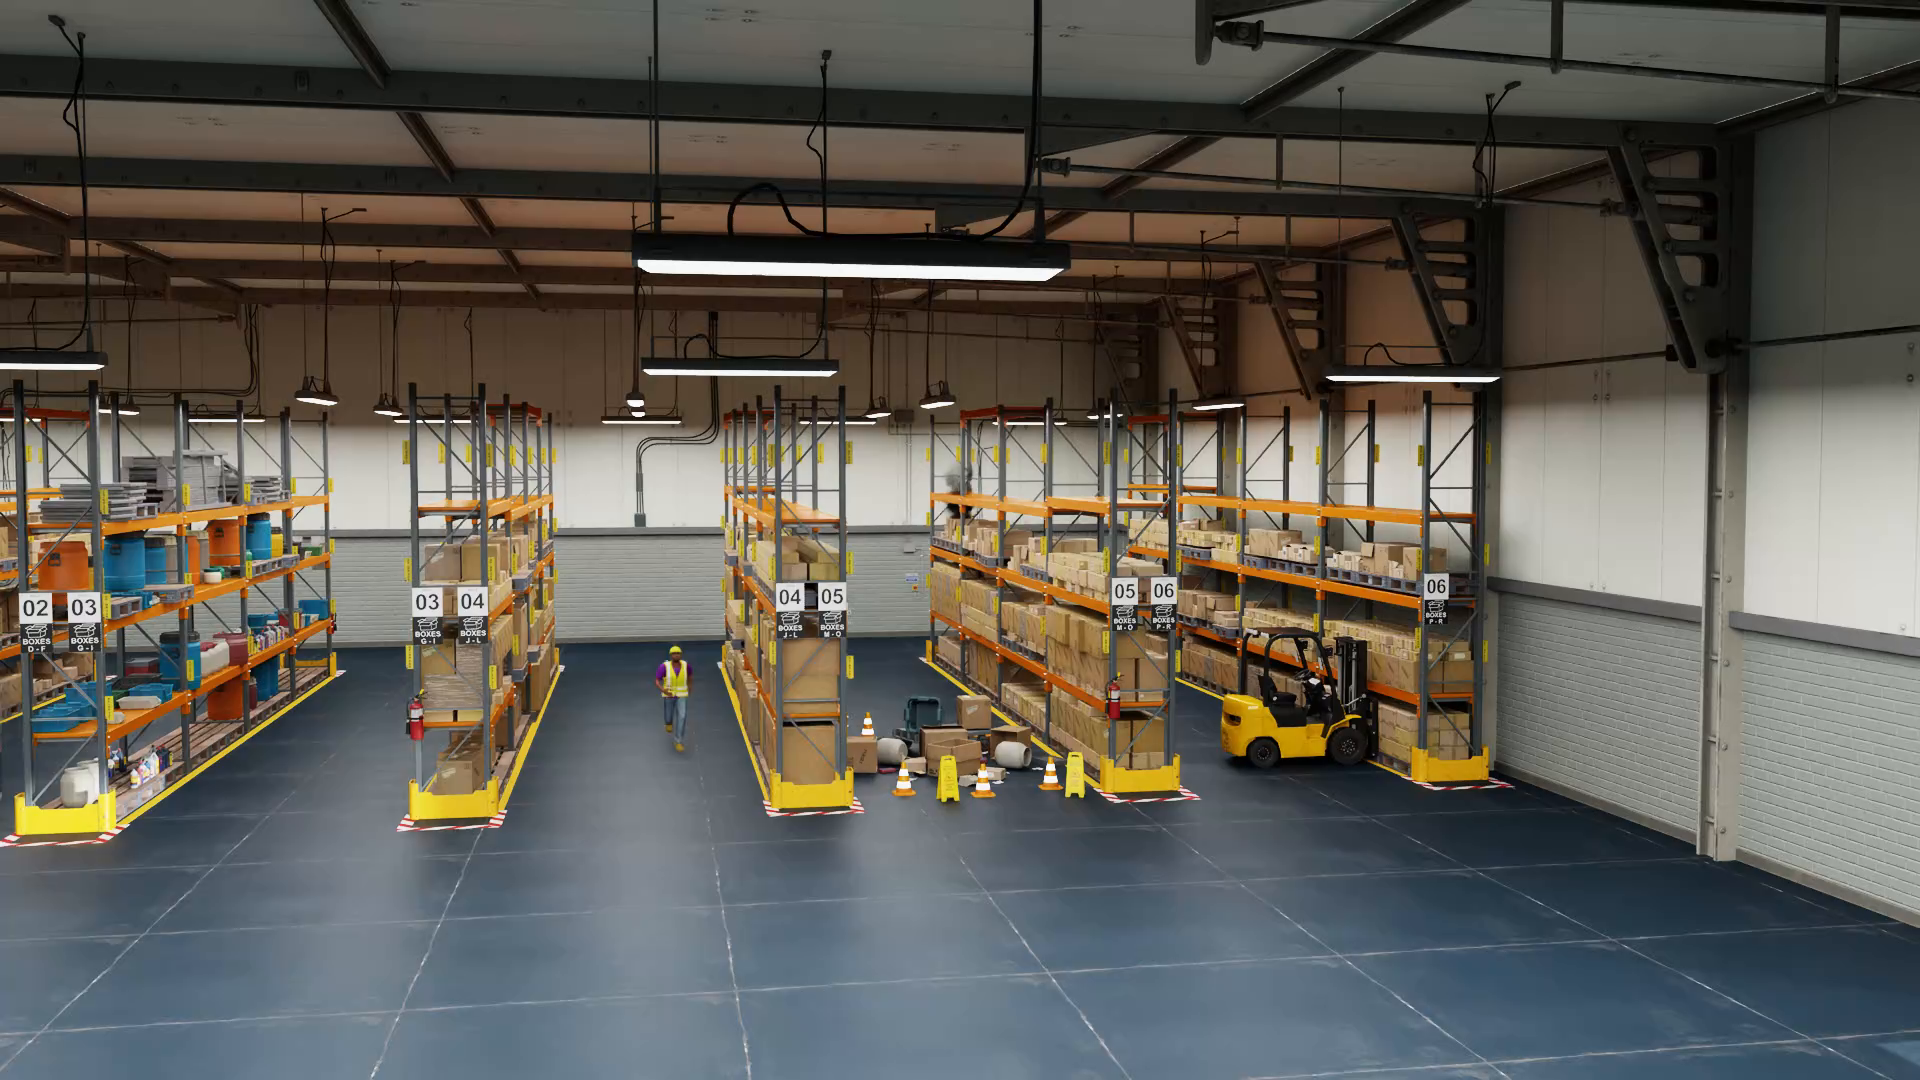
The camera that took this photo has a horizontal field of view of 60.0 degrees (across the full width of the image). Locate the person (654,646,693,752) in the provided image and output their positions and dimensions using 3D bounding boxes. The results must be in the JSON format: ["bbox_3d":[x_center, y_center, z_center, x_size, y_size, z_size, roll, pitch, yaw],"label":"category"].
[{"bbox_3d":[-4.913,2.699,28.592,0.670,1.757,1.099,-1,3,-12],"label":"person"}]
